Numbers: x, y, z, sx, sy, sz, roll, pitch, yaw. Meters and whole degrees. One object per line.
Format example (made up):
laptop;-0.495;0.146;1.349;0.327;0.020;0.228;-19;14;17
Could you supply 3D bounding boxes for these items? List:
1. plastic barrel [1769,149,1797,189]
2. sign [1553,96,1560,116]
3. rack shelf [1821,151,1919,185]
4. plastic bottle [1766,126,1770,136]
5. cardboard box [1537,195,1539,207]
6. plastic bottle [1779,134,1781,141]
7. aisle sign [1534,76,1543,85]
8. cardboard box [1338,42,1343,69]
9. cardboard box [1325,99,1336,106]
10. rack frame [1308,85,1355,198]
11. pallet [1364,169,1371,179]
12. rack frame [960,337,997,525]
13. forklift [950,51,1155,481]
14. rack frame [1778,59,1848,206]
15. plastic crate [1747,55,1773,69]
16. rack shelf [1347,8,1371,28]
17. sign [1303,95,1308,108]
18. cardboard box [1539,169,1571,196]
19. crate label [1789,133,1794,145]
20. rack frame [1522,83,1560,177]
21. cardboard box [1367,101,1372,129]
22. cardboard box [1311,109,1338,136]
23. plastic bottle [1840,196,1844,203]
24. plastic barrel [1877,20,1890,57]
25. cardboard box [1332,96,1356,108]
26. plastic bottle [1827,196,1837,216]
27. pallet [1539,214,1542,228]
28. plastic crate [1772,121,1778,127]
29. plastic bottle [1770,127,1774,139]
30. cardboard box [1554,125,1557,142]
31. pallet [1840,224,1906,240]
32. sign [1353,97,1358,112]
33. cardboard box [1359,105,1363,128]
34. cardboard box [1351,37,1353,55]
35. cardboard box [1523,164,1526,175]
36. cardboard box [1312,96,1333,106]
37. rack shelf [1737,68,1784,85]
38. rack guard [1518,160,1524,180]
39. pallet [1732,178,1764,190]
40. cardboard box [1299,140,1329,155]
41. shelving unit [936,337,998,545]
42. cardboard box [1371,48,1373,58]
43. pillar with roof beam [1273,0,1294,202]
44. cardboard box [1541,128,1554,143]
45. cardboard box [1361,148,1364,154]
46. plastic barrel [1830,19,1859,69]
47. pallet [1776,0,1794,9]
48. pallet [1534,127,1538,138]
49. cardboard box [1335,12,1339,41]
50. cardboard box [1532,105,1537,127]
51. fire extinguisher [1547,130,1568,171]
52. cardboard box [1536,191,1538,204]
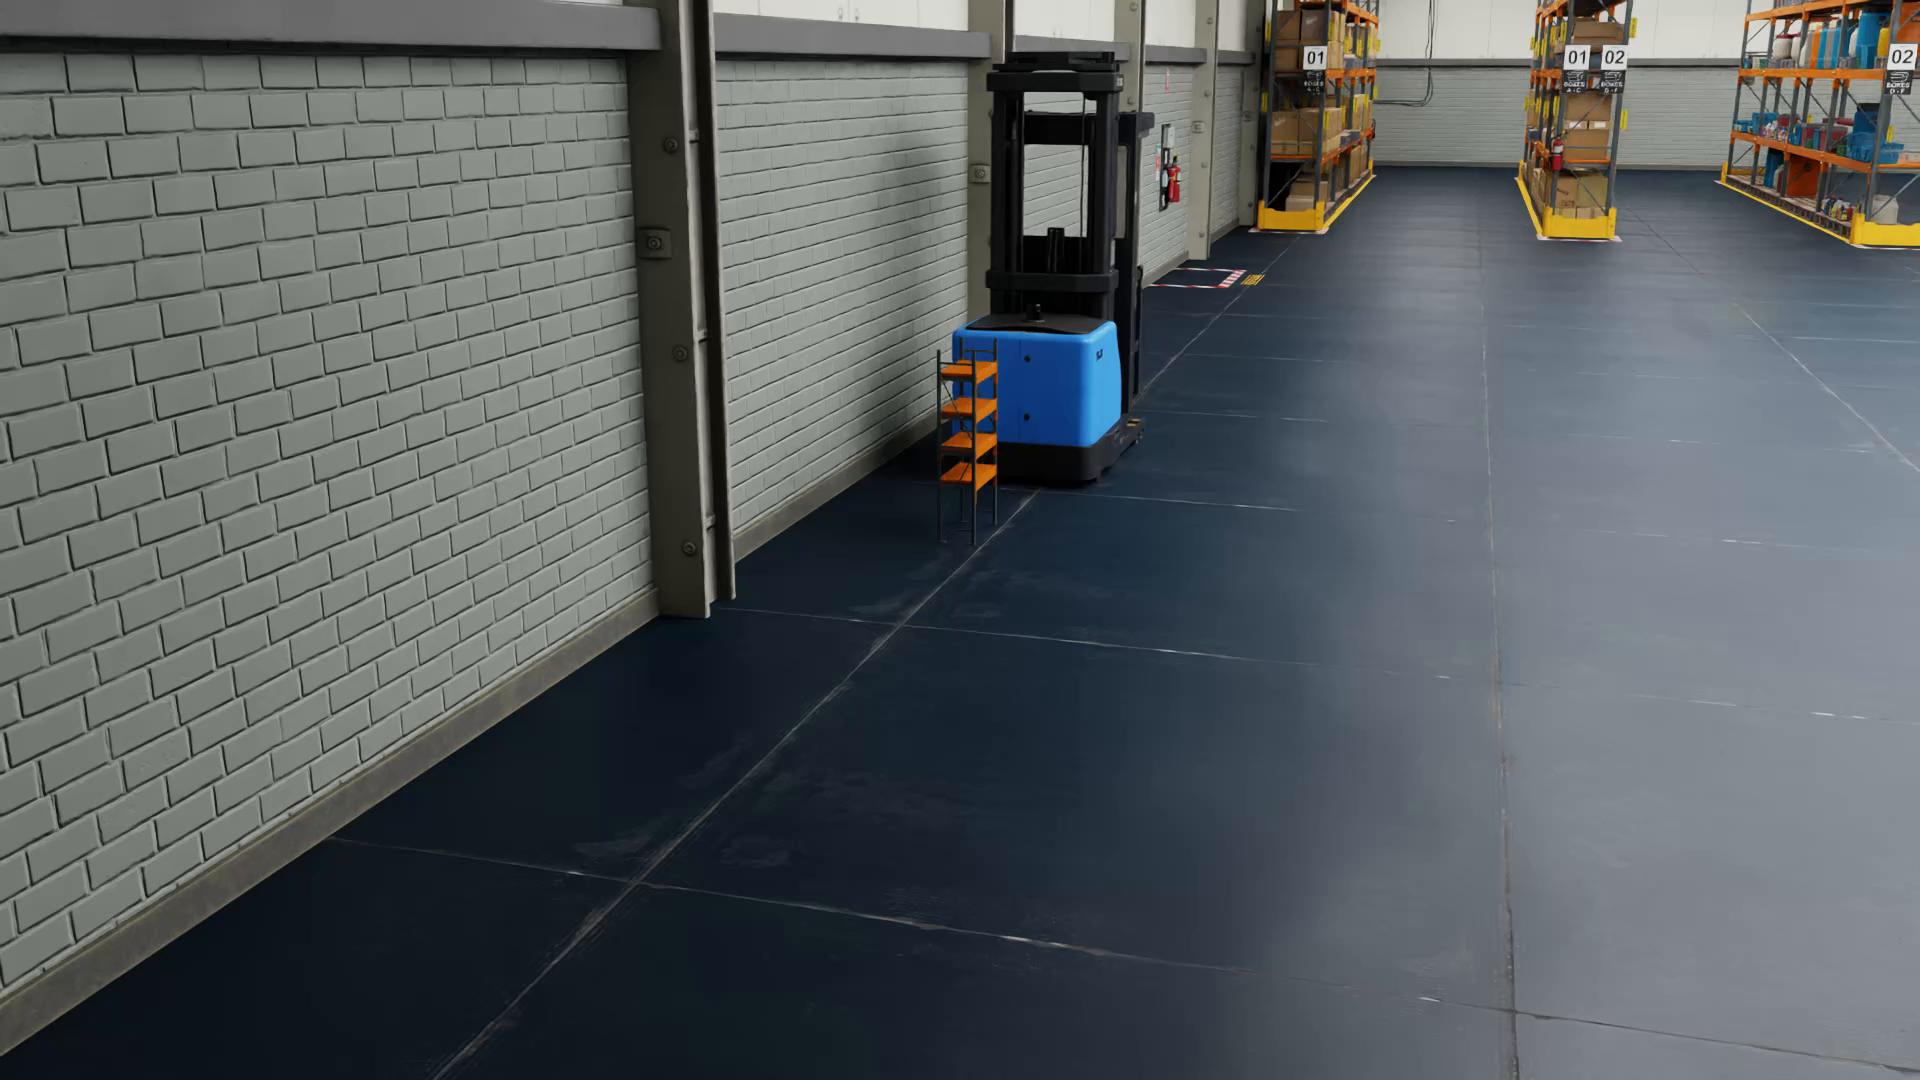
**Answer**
plastic barrel;18.544;-8.354;37.362;0.600;0.901;0.708;5;16;16
sign;10.241;-7.450;28.543;0.100;0.325;0.005;5;16;16
rack shelf;16.074;-6.526;29.157;1.077;0.370;4.000;5;16;16
plastic bottle;18.256;-9.211;37.541;0.097;0.271;0.097;0;16;0
cardboard box;11.472;-6.561;32.235;0.500;0.250;0.500;5;16;16
plastic bottle;17.739;-8.701;35.874;0.097;0.201;0.097;0;16;0
aisle sign;15.042;-12.211;43.119;0.394;0.787;0.004;5;16;16
cardboard box;7.237;-9.512;32.651;0.500;0.500;0.500;5;17;17
cardboard box;8.134;-9.604;36.513;0.380;0.149;0.250;2;16;7
rack frame;8.281;-9.210;37.302;1.000;3.000;0.127;5;16;16
pallet;10.402;-9.746;44.303;1.003;0.211;1.213;5;16;16
rack frame;0.116;-0.684;10.543;0.240;1.200;0.015;5;16;16
forklift;0.836;-2.179;12.640;1.130;2.935;3.031;5;16;16
rack frame;17.779;-8.441;34.594;1.000;3.000;0.127;5;16;16
plastic crate;19.355;-11.569;40.238;0.504;0.338;0.767;5;16;16
rack shelf;8.849;-12.081;38.481;1.077;0.370;4.000;5;16;16
sign;7.747;-9.809;37.293;0.100;0.325;0.005;5;16;16
cardboard box;11.328;-6.792;31.672;0.500;0.500;0.500;5;16;16
crate label;17.300;-8.280;34.330;0.303;0.233;0.416;5;16;16
rack frame;15.304;-10.920;43.330;1.000;3.000;0.127;5;16;16
cardboard box;10.223;-11.122;43.493;0.980;0.700;0.700;4;16;15
cardboard box;7.016;-8.052;32.084;0.500;0.500;0.500;4;16;14
plastic bottle;16.153;-6.142;30.535;0.144;0.351;0.185;5;16;16
plastic barrel;15.708;-8.392;27.808;0.600;0.588;0.600;0;16;0
cardboard box;8.665;-9.878;37.518;0.500;0.250;0.500;5;17;17
plastic bottle;15.961;-6.104;30.400;0.144;0.351;0.185;4;16;14
pallet;11.283;-5.914;30.791;1.003;0.211;1.213;5;16;16
plastic crate;19.526;-9.845;39.649;0.437;0.282;0.530;5;16;16
plastic bottle;18.090;-9.034;36.909;0.152;0.276;0.135;5;16;16
cardboard box;11.774;-7.712;31.837;0.700;0.500;0.500;4;16;14
pallet;15.718;-5.243;28.426;1.003;0.211;1.213;5;16;16
sign;8.803;-9.689;37.015;0.100;0.325;0.005;5;16;16
cardboard box;9.392;-10.182;39.967;0.500;0.500;0.500;5;17;16
cardboard box;8.762;-11.461;38.751;0.700;0.500;0.500;5;16;16
cardboard box;14.594;-9.426;42.299;0.500;0.250;0.500;5;16;16
cardboard box;8.161;-9.910;37.632;0.500;0.250;0.500;5;17;17
rack shelf;19.484;-11.108;39.817;1.077;0.370;4.000;5;16;16
rack guard;15.283;-9.697;43.601;1.175;0.500;0.348;5;16;16
pallet;19.432;-8.662;40.481;1.003;0.211;1.213;5;16;16
cardboard box;6.450;-7.157;30.304;0.500;0.250;0.500;4;16;14
shelving unit;0.047;-0.621;10.318;0.258;1.200;0.503;5;16;16
cardboard box;10.164;-12.305;42.038;0.500;0.250;0.500;4;16;14
pillar with roof beam;11.209;-11.489;34.344;9.100;9.000;0.400;5;16;16
cardboard box;12.591;-8.565;35.191;0.500;0.311;0.500;4;16;15
cardboard box;10.148;-9.967;42.596;0.380;0.149;0.250;4;16;14
plastic barrel;16.579;-9.229;30.955;0.600;0.901;0.708;5;16;16
pallet;18.710;-11.872;36.773;1.003;0.211;1.213;5;16;16
pallet;13.579;-9.243;37.772;1.003;0.211;1.213;5;16;16
cardboard box;6.675;-9.443;30.574;0.500;0.500;0.500;5;17;17
cardboard box;13.684;-9.832;38.542;0.700;0.500;0.500;7;17;25
fire extinguisher;10.279;-6.701;28.601;0.296;0.674;0.183;5;16;16
cardboard box;11.734;-6.790;33.041;0.500;0.250;0.500;4;16;15
